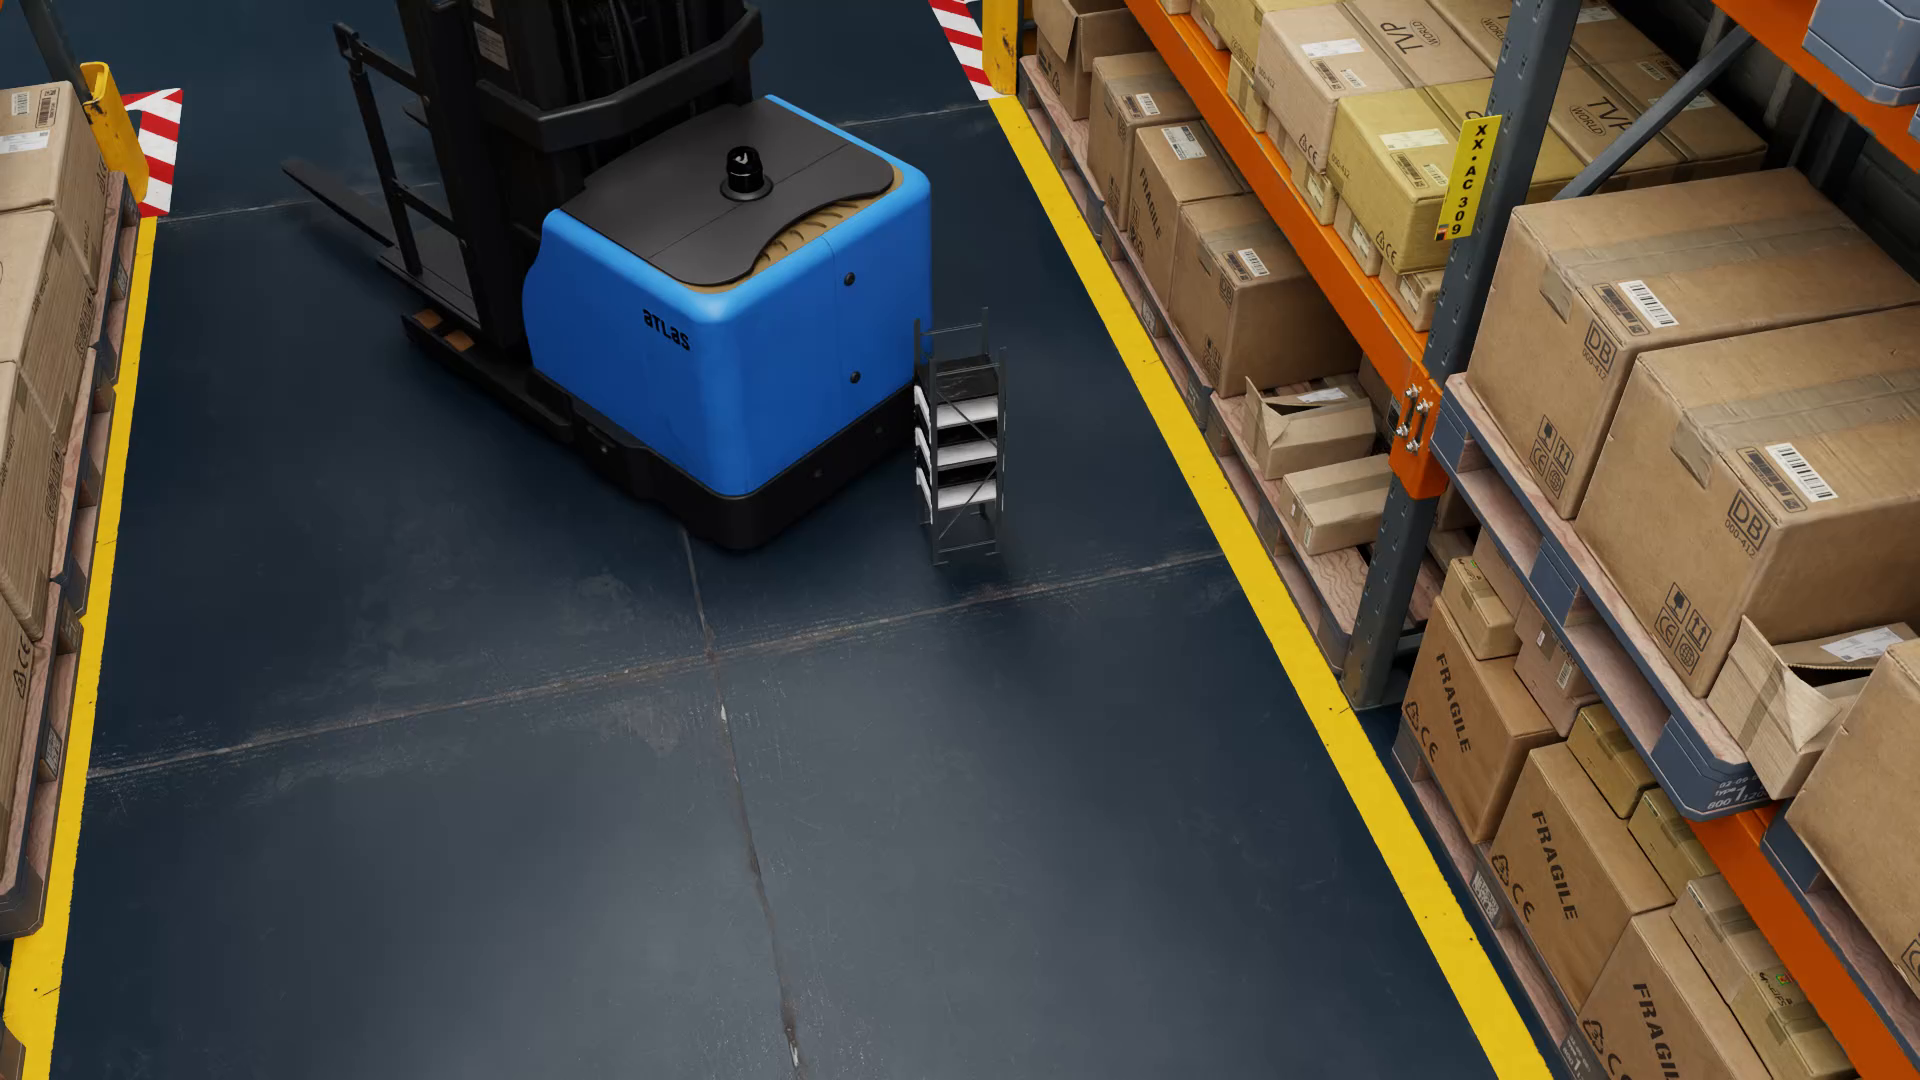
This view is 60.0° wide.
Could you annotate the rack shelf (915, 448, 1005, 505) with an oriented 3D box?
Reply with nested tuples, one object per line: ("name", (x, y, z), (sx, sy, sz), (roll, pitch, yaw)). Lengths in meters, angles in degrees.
("rack shelf", (-0.002, -0.234, 5.522), (0.258, 0.077, 0.200), (-11, 47, -10))

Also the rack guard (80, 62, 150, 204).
("rack guard", (-4.123, -1.632, 7.000), (1.175, 0.500, 0.348), (-11, 47, -10))

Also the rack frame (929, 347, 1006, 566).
("rack frame", (0.024, -0.250, 5.365), (0.240, 0.900, 0.006), (-11, 47, -10))

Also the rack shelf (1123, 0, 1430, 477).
("rack shelf", (1.192, -1.768, 5.886), (1.077, 0.370, 4.000), (-11, 47, -10))

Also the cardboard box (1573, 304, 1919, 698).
("cardboard box", (1.745, -0.089, 3.373), (0.700, 0.500, 0.500), (-10, 46, -10))

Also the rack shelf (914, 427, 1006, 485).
("rack shelf", (-0.002, -0.297, 5.458), (0.258, 0.077, 0.200), (-11, 47, -10))

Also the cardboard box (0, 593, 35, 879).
("cardboard box", (-3.150, 0.568, 4.593), (0.875, 0.438, 0.875), (-11, 47, -11))

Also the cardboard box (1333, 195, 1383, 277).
("cardboard box", (1.291, -0.901, 4.709), (0.380, 0.149, 0.250), (-10, 46, -9))

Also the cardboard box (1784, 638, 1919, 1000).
("cardboard box", (1.946, 0.453, 2.842), (0.700, 0.500, 0.500), (-11, 47, -11))

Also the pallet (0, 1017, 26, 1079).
("pallet", (-2.822, 1.766, 3.872), (1.003, 0.211, 1.213), (-11, 47, -10))

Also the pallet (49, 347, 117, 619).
("pallet", (-3.528, -0.136, 5.736), (1.003, 0.211, 1.213), (-11, 47, -10))

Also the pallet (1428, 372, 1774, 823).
("pallet", (1.804, 0.000, 3.784), (1.003, 0.211, 1.213), (-11, 47, -10))

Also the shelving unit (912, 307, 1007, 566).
("shelving unit", (-0.002, -0.321, 5.434), (0.258, 0.900, 0.210), (-11, 47, -10))

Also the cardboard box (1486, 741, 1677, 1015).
("cardboard box", (1.757, 0.830, 4.293), (0.500, 0.500, 0.500), (-11, 47, -11))

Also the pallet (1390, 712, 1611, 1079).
("pallet", (1.949, 0.892, 4.729), (1.003, 0.211, 1.213), (-11, 47, -10))

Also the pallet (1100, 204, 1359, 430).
("pallet", (1.214, -0.981, 6.564), (1.003, 0.211, 1.213), (-11, 47, -10))

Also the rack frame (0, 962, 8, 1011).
("rack frame", (-3.093, 0.271, 3.384), (1.000, 3.000, 0.127), (-11, 47, -10))

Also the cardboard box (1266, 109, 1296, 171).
("cardboard box", (1.160, -1.262, 5.062), (0.380, 0.149, 0.250), (-10, 46, -9))

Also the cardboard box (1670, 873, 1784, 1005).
("cardboard box", (1.873, 0.876, 3.793), (0.380, 0.149, 0.250), (-11, 47, -10))

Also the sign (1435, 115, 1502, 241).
("sign", (1.182, -0.838, 3.865), (0.100, 0.325, 0.005), (-11, 47, -10))

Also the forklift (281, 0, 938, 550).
("forklift", (-1.511, -1.911, 5.571), (3.031, 2.935, 1.130), (33, 54, 28))

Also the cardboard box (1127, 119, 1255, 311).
("cardboard box", (0.965, -1.253, 6.334), (0.500, 0.500, 0.500), (-10, 46, -10))

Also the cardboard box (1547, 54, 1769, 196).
("cardboard box", (1.839, -1.082, 4.607), (0.500, 0.250, 0.500), (-11, 47, -11))

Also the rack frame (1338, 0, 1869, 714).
("rack frame", (1.704, -0.639, 4.276), (1.000, 3.000, 0.127), (-11, 47, -10))

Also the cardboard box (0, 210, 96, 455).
("cardboard box", (-3.609, -0.673, 5.809), (0.875, 0.438, 0.875), (-10, 46, -9))

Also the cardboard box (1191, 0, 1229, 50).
("cardboard box", (1.001, -1.794, 5.584), (0.380, 0.149, 0.250), (-11, 47, -10))

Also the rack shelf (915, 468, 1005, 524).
("rack shelf", (-0.002, -0.171, 5.586), (0.258, 0.077, 0.200), (-11, 47, -10))

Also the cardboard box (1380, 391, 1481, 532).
("cardboard box", (1.764, -0.344, 5.576), (0.500, 0.311, 0.500), (-9, 46, -9))

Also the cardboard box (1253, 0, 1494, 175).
("cardboard box", (1.196, -1.341, 4.861), (0.500, 0.250, 0.500), (-11, 47, -10))

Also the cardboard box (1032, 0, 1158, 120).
("cardboard box", (0.745, -2.234, 7.293), (0.797, 0.503, 0.637), (-12, 47, -12))

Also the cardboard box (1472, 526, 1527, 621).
("cardboard box", (1.598, 0.043, 4.401), (0.380, 0.149, 0.250), (-11, 47, -11))

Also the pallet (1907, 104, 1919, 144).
("pallet", (2.072, -0.445, 2.117), (1.213, 0.211, 1.003), (-11, 47, -10))

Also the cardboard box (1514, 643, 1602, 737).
("cardboard box", (1.685, 0.335, 4.323), (0.380, 0.149, 0.250), (-12, 47, -11))

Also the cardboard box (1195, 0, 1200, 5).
("cardboard box", (0.950, -2.043, 5.549), (0.500, 0.250, 0.500), (-12, 47, -11))

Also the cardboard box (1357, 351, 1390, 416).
("cardboard box", (1.653, -0.587, 5.927), (0.380, 0.149, 0.250), (-11, 47, -11))
